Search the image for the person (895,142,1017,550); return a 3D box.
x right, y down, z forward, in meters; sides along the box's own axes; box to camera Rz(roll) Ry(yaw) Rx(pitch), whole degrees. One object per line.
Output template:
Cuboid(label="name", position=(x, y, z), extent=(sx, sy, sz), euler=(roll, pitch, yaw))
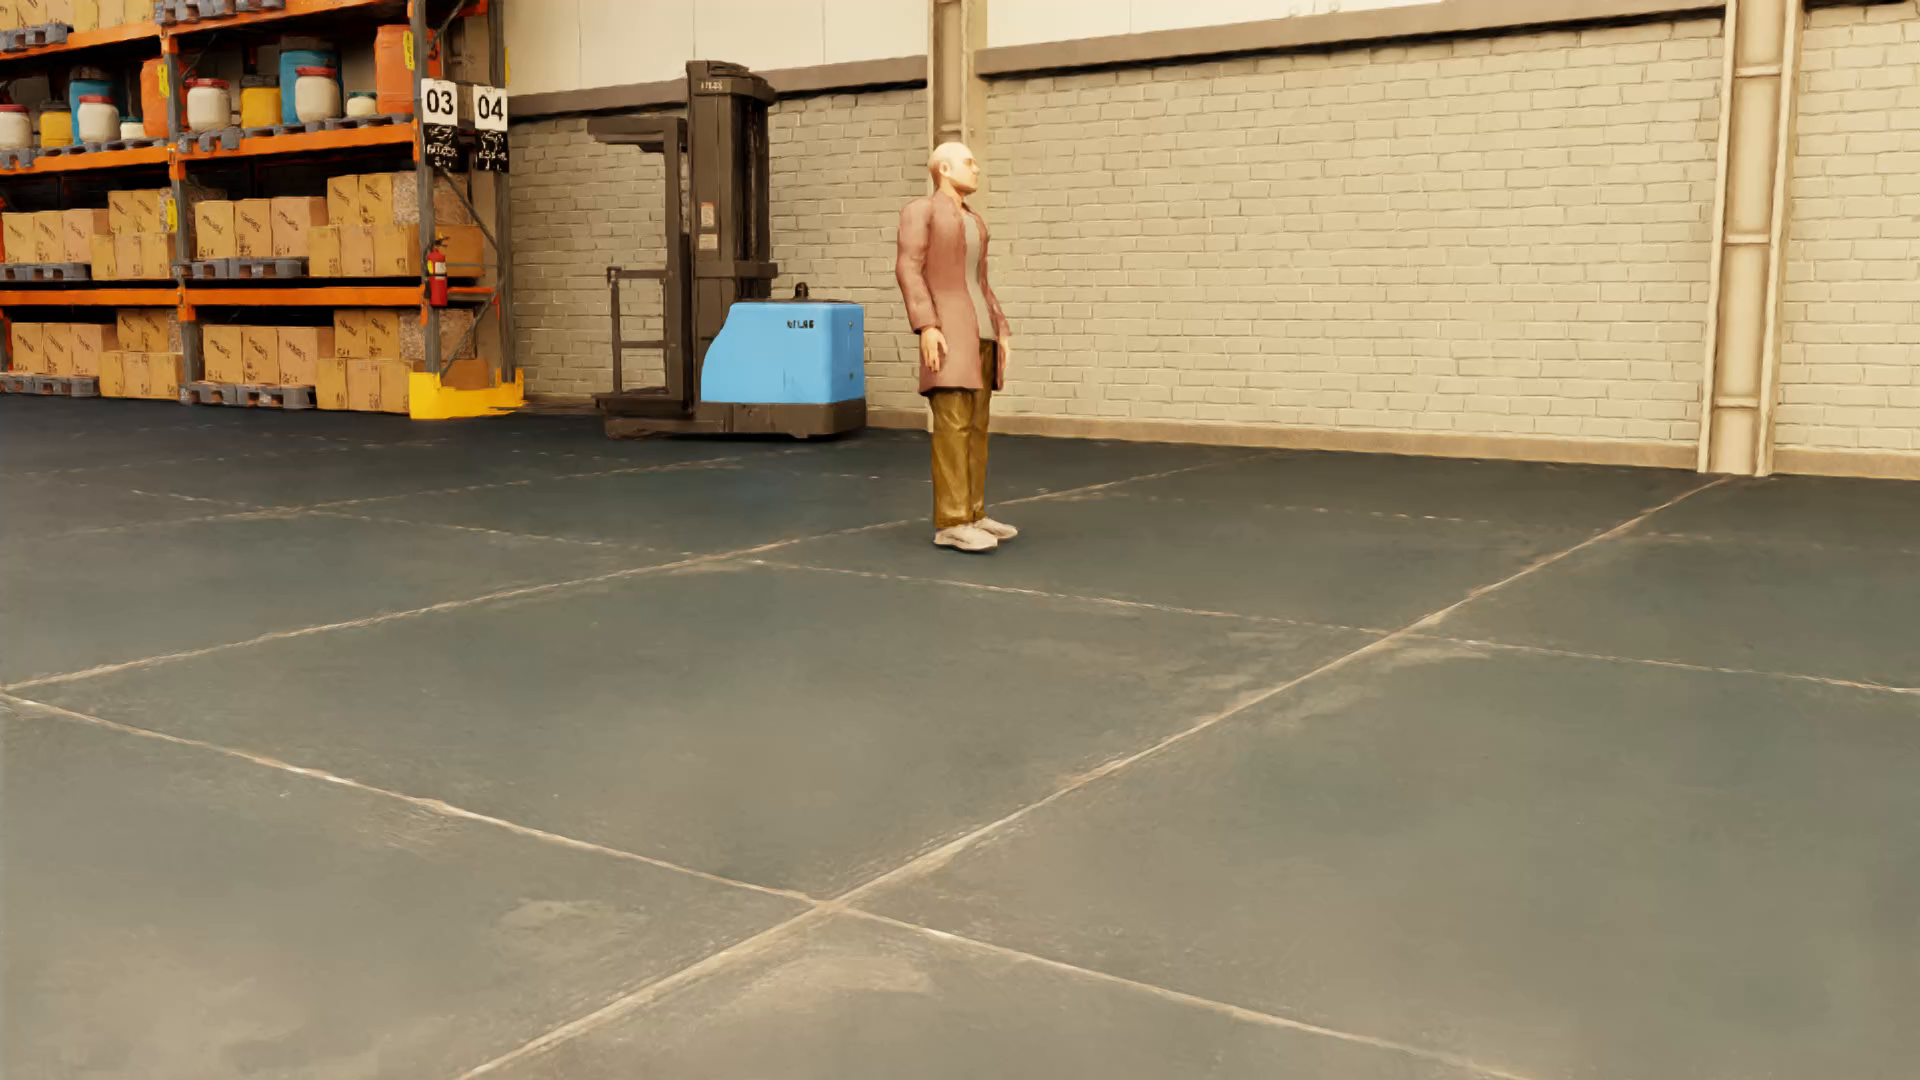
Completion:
Cuboid(label="person", position=(0.073, -0.879, 7.423), extent=(0.580, 1.776, 0.694), euler=(5, 10, 34))

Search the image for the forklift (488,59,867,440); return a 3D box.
Cuboid(label="forklift", position=(-2.346, -2.318, 13.491), extent=(3.031, 2.935, 1.130), euler=(2, 8, 14))
